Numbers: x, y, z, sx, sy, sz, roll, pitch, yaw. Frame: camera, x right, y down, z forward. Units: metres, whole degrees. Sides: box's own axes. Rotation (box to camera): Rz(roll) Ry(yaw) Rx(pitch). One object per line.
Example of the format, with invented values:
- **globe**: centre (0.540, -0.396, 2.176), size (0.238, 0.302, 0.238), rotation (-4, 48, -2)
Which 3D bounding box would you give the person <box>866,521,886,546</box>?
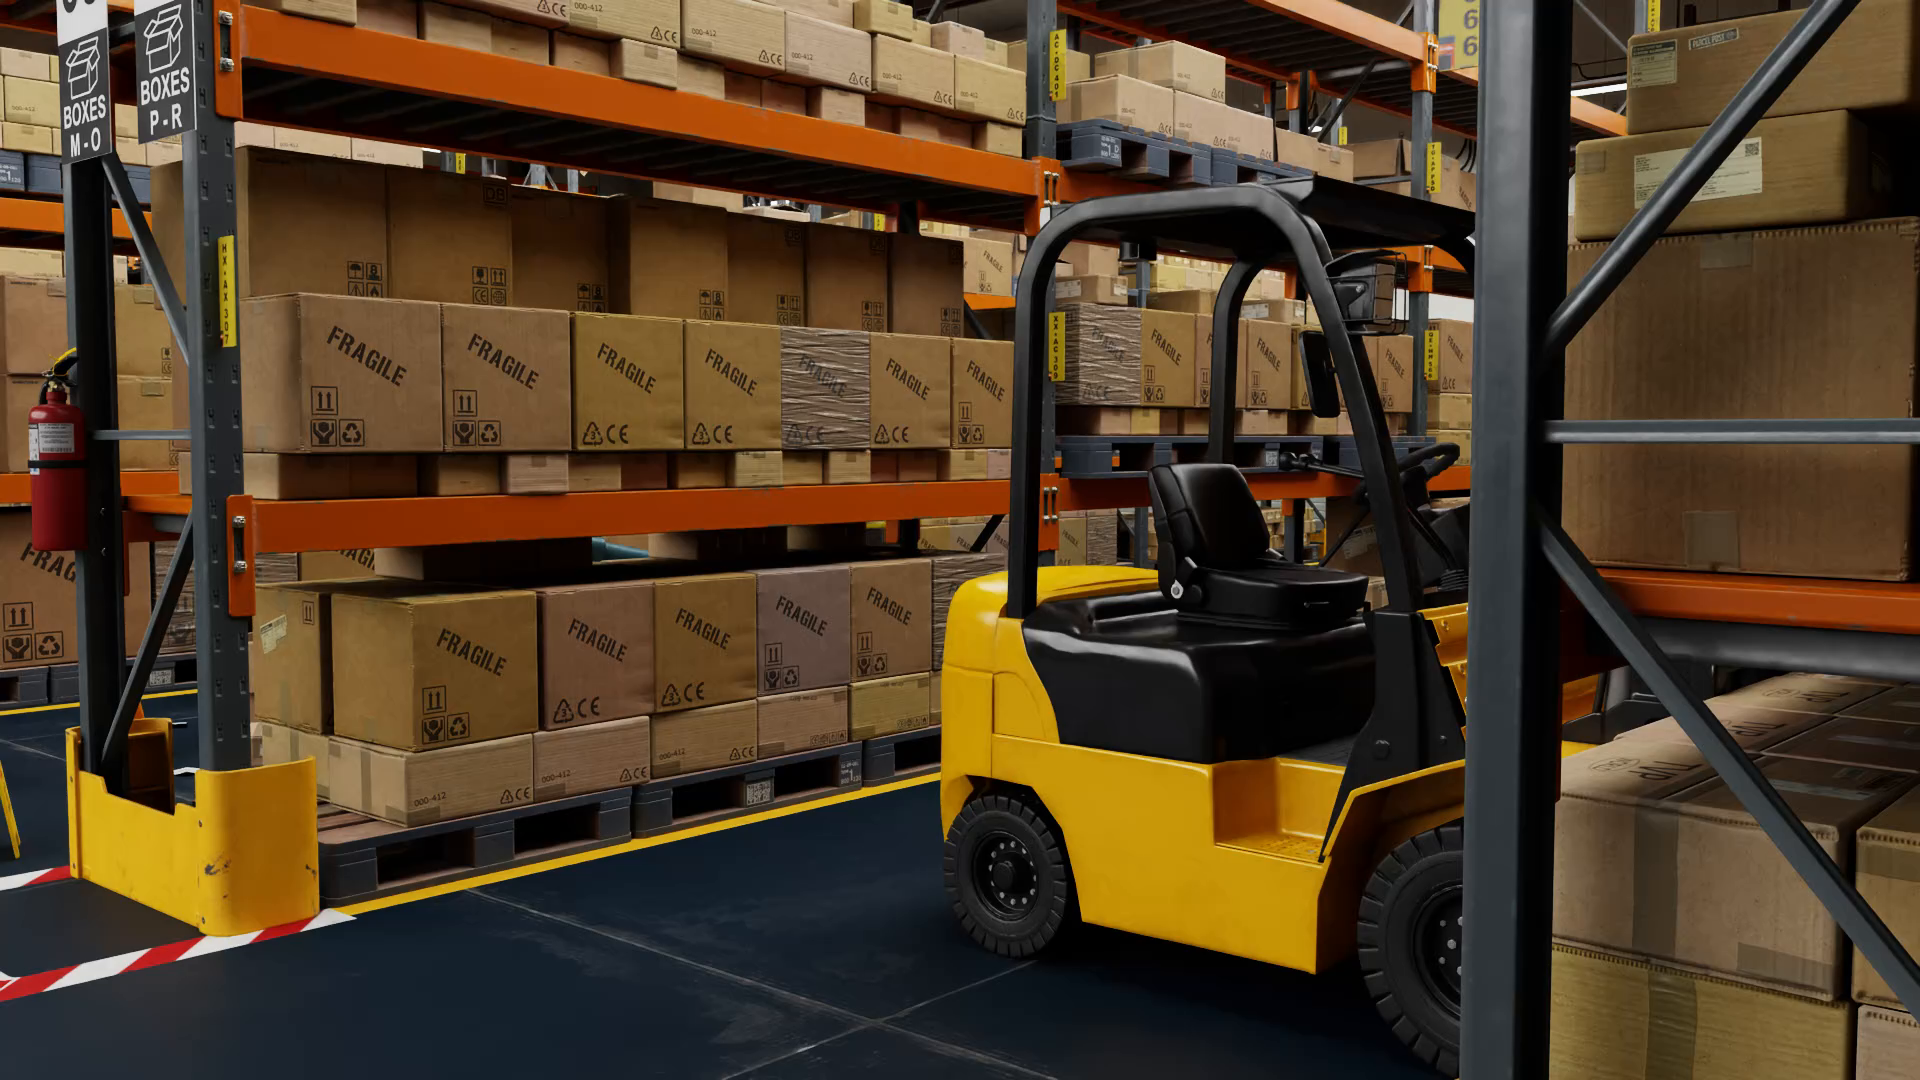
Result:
- **person**: centre (-0.707, -0.081, 11.257), size (0.703, 1.746, 0.583), rotation (2, 4, 25)
